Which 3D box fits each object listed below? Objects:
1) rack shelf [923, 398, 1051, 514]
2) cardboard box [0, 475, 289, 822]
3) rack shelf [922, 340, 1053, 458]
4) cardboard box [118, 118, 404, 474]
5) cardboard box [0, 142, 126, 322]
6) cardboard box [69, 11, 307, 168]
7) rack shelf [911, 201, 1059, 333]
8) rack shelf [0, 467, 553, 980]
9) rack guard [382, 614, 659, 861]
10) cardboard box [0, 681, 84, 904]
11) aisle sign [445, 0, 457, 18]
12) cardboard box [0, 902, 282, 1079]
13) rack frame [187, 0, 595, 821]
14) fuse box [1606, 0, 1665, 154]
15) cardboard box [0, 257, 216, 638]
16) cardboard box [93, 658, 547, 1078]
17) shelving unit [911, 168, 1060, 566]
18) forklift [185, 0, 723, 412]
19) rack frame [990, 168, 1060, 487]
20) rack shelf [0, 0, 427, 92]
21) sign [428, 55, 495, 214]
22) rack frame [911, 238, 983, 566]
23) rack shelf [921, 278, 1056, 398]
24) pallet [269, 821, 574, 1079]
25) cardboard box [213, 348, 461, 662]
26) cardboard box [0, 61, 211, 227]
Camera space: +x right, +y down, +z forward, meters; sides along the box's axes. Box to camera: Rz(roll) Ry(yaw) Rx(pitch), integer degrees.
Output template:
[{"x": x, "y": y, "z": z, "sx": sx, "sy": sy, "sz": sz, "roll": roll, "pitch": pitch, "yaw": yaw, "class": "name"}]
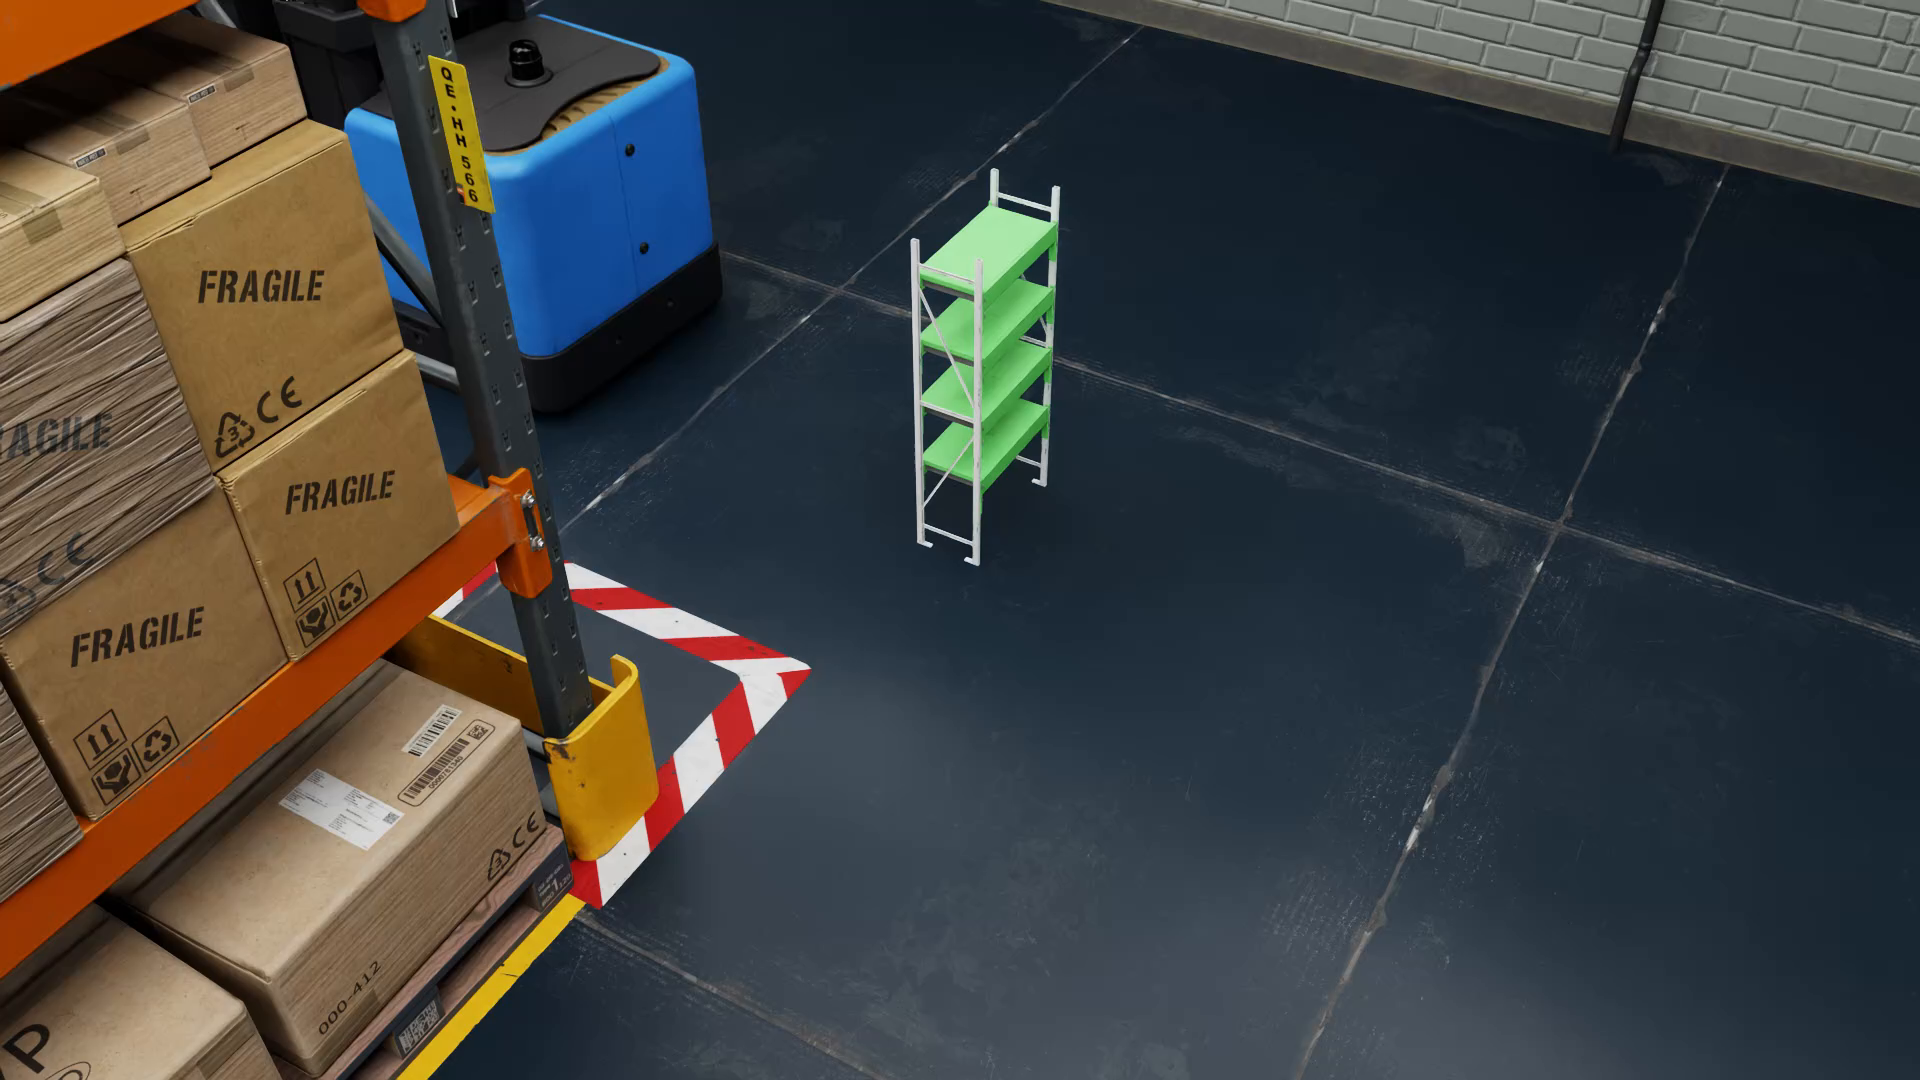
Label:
[{"x": 0.083, "y": -0.317, "z": 5.662, "sx": 0.258, "sy": 0.148, "sz": 0.480, "roll": 21, "pitch": 45, "yaw": 22, "class": "rack shelf"}, {"x": -1.743, "y": 0.132, "z": 3.255, "sx": 0.500, "sy": 0.500, "sz": 0.500, "roll": 20, "pitch": 45, "yaw": 21, "class": "cardboard box"}, {"x": 0.083, "y": -0.497, "z": 5.503, "sx": 0.258, "sy": 0.148, "sz": 0.480, "roll": 21, "pitch": 45, "yaw": 22, "class": "rack shelf"}, {"x": -1.502, "y": -0.534, "z": 3.255, "sx": 0.500, "sy": 0.500, "sz": 0.500, "roll": 22, "pitch": 46, "yaw": 23, "class": "cardboard box"}, {"x": -1.635, "y": -0.532, "z": 2.761, "sx": 0.380, "sy": 0.149, "sz": 0.250, "roll": 20, "pitch": 45, "yaw": 22, "class": "cardboard box"}, {"x": -1.473, "y": -0.861, "z": 3.135, "sx": 0.380, "sy": 0.149, "sz": 0.250, "roll": 22, "pitch": 46, "yaw": 23, "class": "cardboard box"}, {"x": 0.083, "y": -0.857, "z": 5.186, "sx": 0.258, "sy": 0.148, "sz": 0.480, "roll": 21, "pitch": 45, "yaw": 22, "class": "rack shelf"}, {"x": -2.468, "y": 0.938, "z": 2.959, "sx": 1.077, "sy": 0.370, "sz": 4.000, "roll": 21, "pitch": 45, "yaw": 22, "class": "rack shelf"}, {"x": -1.455, "y": 0.448, "z": 4.863, "sx": 1.175, "sy": 0.500, "sz": 0.348, "roll": 21, "pitch": 45, "yaw": 22, "class": "rack guard"}, {"x": -1.992, "y": 0.430, "z": 2.917, "sx": 0.500, "sy": 0.500, "sz": 0.500, "roll": 22, "pitch": 46, "yaw": 23, "class": "cardboard box"}, {"x": -1.162, "y": -1.390, "z": 3.092, "sx": 0.394, "sy": 0.787, "sz": 0.004, "roll": 21, "pitch": 45, "yaw": 22, "class": "aisle sign"}, {"x": -2.161, "y": 1.265, "z": 3.665, "sx": 0.875, "sy": 0.438, "sz": 0.875, "roll": 22, "pitch": 46, "yaw": 23, "class": "cardboard box"}, {"x": -1.467, "y": -0.476, "z": 4.021, "sx": 1.000, "sy": 3.000, "sz": 0.127, "roll": 21, "pitch": 45, "yaw": 22, "class": "rack frame"}, {"x": 3.080, "y": -2.449, "z": 7.236, "sx": 0.539, "sy": 1.711, "sz": 0.414, "roll": 21, "pitch": 45, "yaw": 22, "class": "fuse box"}, {"x": -1.738, "y": -0.226, "z": 2.904, "sx": 0.500, "sy": 0.500, "sz": 0.500, "roll": 21, "pitch": 46, "yaw": 22, "class": "cardboard box"}, {"x": -1.710, "y": 0.739, "z": 4.263, "sx": 0.875, "sy": 0.438, "sz": 0.875, "roll": 19, "pitch": 45, "yaw": 21, "class": "cardboard box"}, {"x": 0.083, "y": -0.545, "z": 5.461, "sx": 0.258, "sy": 1.200, "sz": 0.503, "roll": 21, "pitch": 45, "yaw": 22, "class": "shelving unit"}, {"x": -2.483, "y": -2.328, "z": 6.176, "sx": 3.031, "sy": 2.935, "sz": 1.130, "roll": 23, "pitch": 46, "yaw": 24, "class": "forklift"}, {"x": 0.205, "y": -0.685, "z": 5.620, "sx": 0.240, "sy": 1.200, "sz": 0.015, "roll": 21, "pitch": 45, "yaw": 22, "class": "rack frame"}, {"x": -2.468, "y": -0.187, "z": 1.968, "sx": 1.077, "sy": 0.370, "sz": 4.000, "roll": 21, "pitch": 45, "yaw": 22, "class": "rack shelf"}, {"x": -1.004, "y": -0.812, "z": 3.347, "sx": 0.100, "sy": 0.325, "sz": 0.005, "roll": 21, "pitch": 45, "yaw": 22, "class": "sign"}, {"x": -0.039, "y": -0.405, "z": 5.302, "sx": 0.240, "sy": 1.200, "sz": 0.015, "roll": 21, "pitch": 45, "yaw": 22, "class": "rack frame"}, {"x": 0.083, "y": -0.677, "z": 5.345, "sx": 0.258, "sy": 0.148, "sz": 0.480, "roll": 21, "pitch": 45, "yaw": 22, "class": "rack shelf"}, {"x": -1.799, "y": 1.054, "z": 4.394, "sx": 1.003, "sy": 0.211, "sz": 1.213, "roll": 21, "pitch": 45, "yaw": 22, "class": "pallet"}, {"x": -1.479, "y": -0.150, "z": 3.575, "sx": 0.500, "sy": 0.500, "sz": 0.500, "roll": 21, "pitch": 46, "yaw": 22, "class": "cardboard box"}, {"x": -1.579, "y": -0.708, "z": 2.961, "sx": 0.380, "sy": 0.149, "sz": 0.250, "roll": 22, "pitch": 46, "yaw": 23, "class": "cardboard box"}]
